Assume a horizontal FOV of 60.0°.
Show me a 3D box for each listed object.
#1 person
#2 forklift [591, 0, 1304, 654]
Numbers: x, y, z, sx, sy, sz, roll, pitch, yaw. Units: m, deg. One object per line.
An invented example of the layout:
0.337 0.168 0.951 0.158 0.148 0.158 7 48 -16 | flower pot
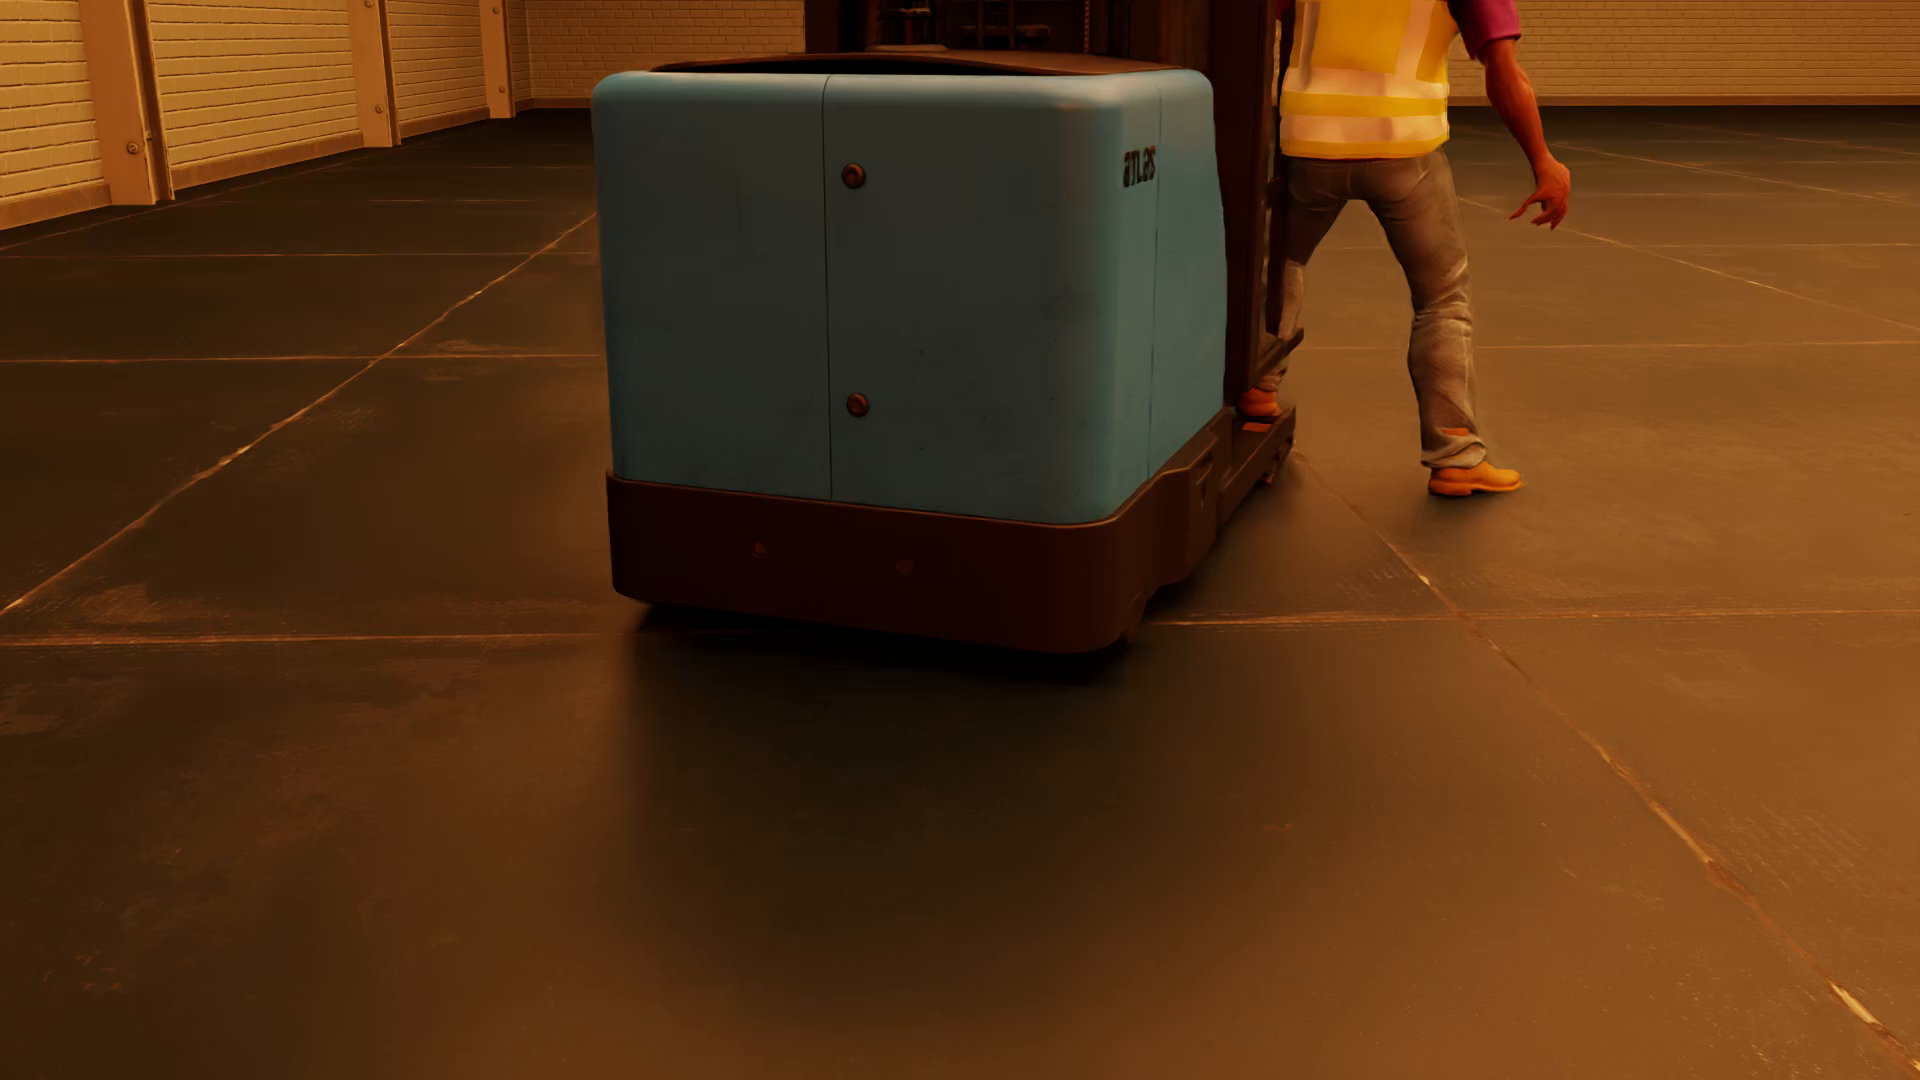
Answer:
1.089 -1.004 4.321 0.980 1.716 0.449 9 19 27 | person
0.290 -1.586 4.093 1.130 2.935 3.031 6 18 20 | forklift
